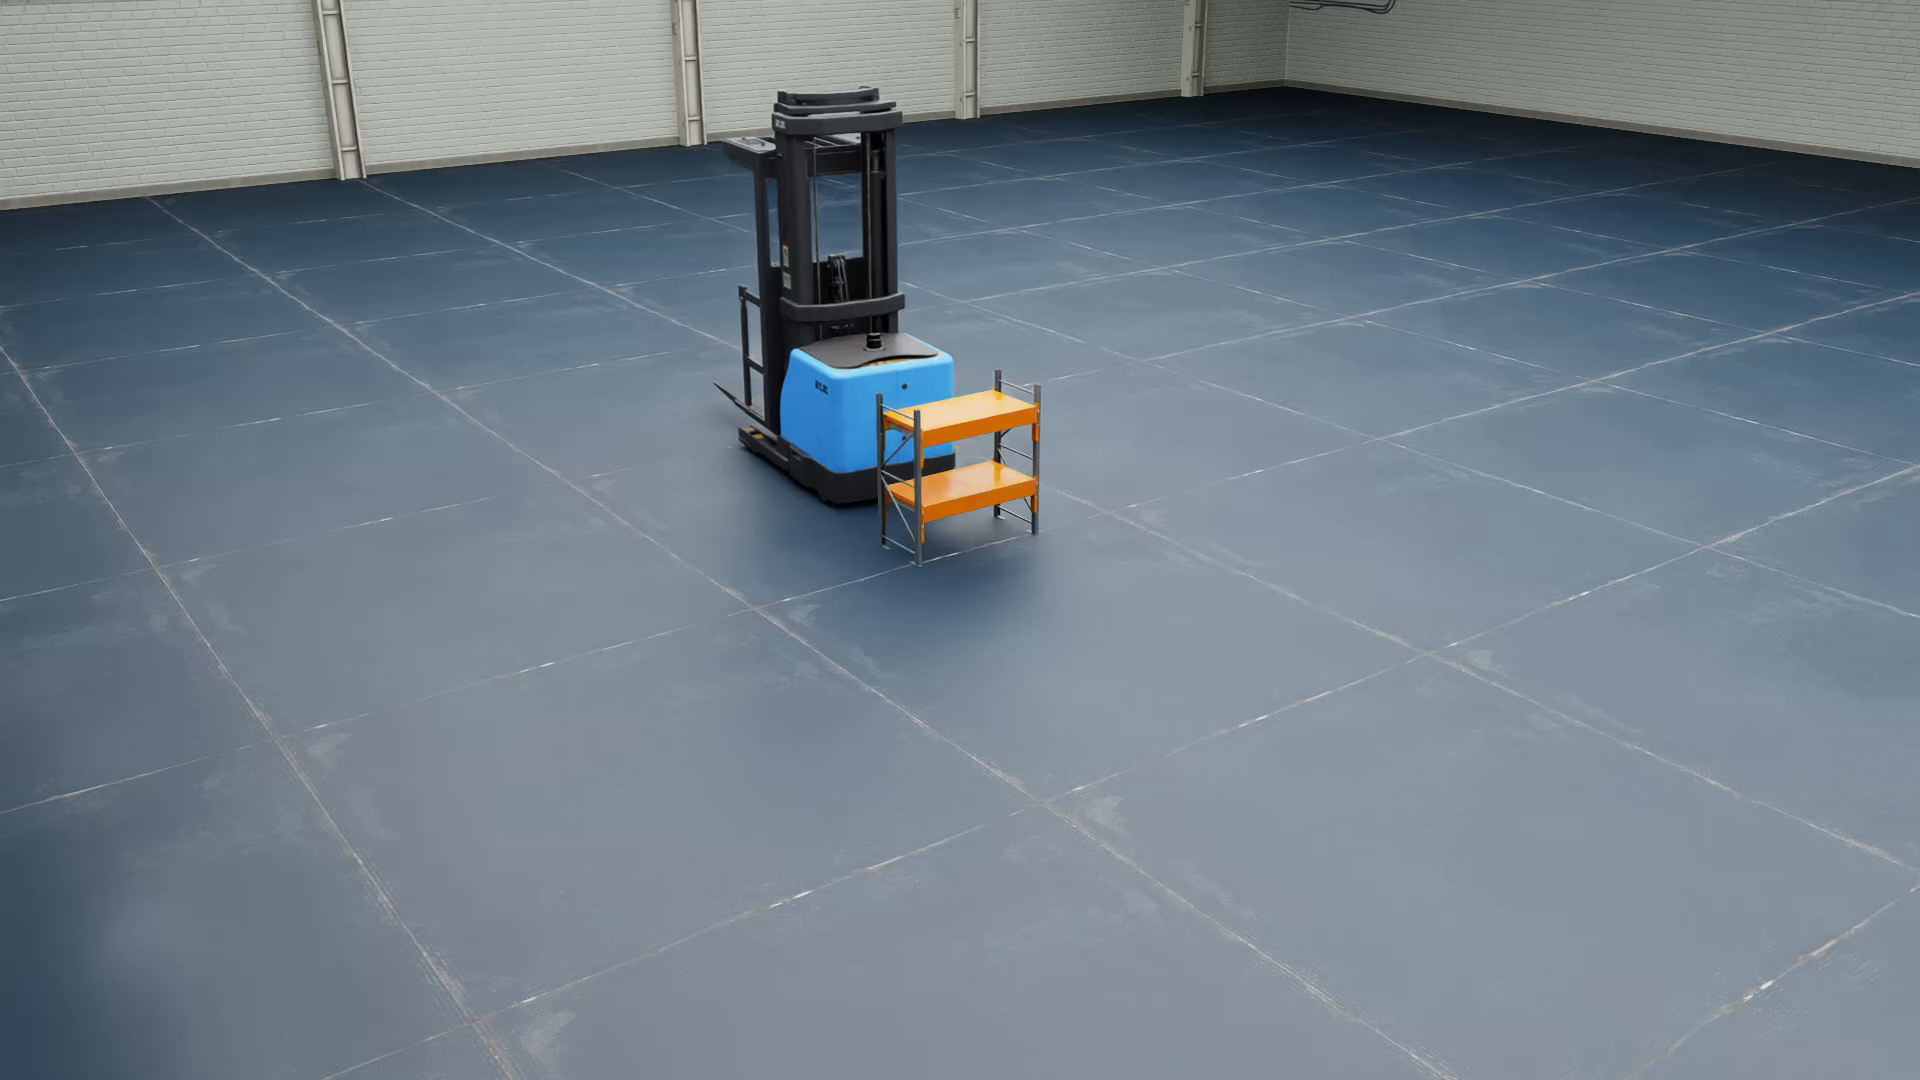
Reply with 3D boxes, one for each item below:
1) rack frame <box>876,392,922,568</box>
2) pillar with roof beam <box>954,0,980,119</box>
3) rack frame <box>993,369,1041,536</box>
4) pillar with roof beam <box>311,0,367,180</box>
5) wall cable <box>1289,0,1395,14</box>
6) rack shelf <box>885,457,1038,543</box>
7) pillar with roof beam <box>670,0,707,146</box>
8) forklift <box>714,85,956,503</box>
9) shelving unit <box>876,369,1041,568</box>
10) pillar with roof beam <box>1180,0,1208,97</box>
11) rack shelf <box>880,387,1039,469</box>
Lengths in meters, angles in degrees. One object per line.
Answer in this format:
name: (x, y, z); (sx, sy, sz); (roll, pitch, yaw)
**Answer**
rack frame: (-0.418, -0.411, 11.408); (0.032, 1.125, 0.500); (-15, 26, -33)
pillar with roof beam: (2.654, -11.196, 27.811); (0.400, 9.000, 9.100); (-15, 26, -33)
rack frame: (0.407, -0.631, 11.960); (0.032, 1.125, 0.500); (-15, 26, -33)
pillar with roof beam: (-7.087, -8.598, 21.302); (0.400, 9.000, 9.100); (-15, 26, -33)
wall cable: (8.174, -12.587, 35.488); (0.112, 2.526, 3.097); (-15, 26, -33)
rack shelf: (-0.005, -0.294, 11.775); (1.000, 0.278, 0.538); (-15, 26, -33)
pillar with roof beam: (-2.216, -9.897, 24.557); (0.400, 9.000, 9.100); (-15, 26, -33)
forklift: (-1.182, -2.138, 13.299); (1.130, 2.935, 3.031); (-11, 24, -26)
shelving unit: (-0.005, -0.521, 11.684); (1.048, 1.125, 0.538); (-15, 26, -33)
pillar with roof beam: (7.525, -12.494, 31.066); (0.400, 9.000, 9.100); (-15, 26, -33)
rack shelf: (-0.005, -0.793, 11.576); (1.000, 0.278, 0.538); (-15, 26, -33)
